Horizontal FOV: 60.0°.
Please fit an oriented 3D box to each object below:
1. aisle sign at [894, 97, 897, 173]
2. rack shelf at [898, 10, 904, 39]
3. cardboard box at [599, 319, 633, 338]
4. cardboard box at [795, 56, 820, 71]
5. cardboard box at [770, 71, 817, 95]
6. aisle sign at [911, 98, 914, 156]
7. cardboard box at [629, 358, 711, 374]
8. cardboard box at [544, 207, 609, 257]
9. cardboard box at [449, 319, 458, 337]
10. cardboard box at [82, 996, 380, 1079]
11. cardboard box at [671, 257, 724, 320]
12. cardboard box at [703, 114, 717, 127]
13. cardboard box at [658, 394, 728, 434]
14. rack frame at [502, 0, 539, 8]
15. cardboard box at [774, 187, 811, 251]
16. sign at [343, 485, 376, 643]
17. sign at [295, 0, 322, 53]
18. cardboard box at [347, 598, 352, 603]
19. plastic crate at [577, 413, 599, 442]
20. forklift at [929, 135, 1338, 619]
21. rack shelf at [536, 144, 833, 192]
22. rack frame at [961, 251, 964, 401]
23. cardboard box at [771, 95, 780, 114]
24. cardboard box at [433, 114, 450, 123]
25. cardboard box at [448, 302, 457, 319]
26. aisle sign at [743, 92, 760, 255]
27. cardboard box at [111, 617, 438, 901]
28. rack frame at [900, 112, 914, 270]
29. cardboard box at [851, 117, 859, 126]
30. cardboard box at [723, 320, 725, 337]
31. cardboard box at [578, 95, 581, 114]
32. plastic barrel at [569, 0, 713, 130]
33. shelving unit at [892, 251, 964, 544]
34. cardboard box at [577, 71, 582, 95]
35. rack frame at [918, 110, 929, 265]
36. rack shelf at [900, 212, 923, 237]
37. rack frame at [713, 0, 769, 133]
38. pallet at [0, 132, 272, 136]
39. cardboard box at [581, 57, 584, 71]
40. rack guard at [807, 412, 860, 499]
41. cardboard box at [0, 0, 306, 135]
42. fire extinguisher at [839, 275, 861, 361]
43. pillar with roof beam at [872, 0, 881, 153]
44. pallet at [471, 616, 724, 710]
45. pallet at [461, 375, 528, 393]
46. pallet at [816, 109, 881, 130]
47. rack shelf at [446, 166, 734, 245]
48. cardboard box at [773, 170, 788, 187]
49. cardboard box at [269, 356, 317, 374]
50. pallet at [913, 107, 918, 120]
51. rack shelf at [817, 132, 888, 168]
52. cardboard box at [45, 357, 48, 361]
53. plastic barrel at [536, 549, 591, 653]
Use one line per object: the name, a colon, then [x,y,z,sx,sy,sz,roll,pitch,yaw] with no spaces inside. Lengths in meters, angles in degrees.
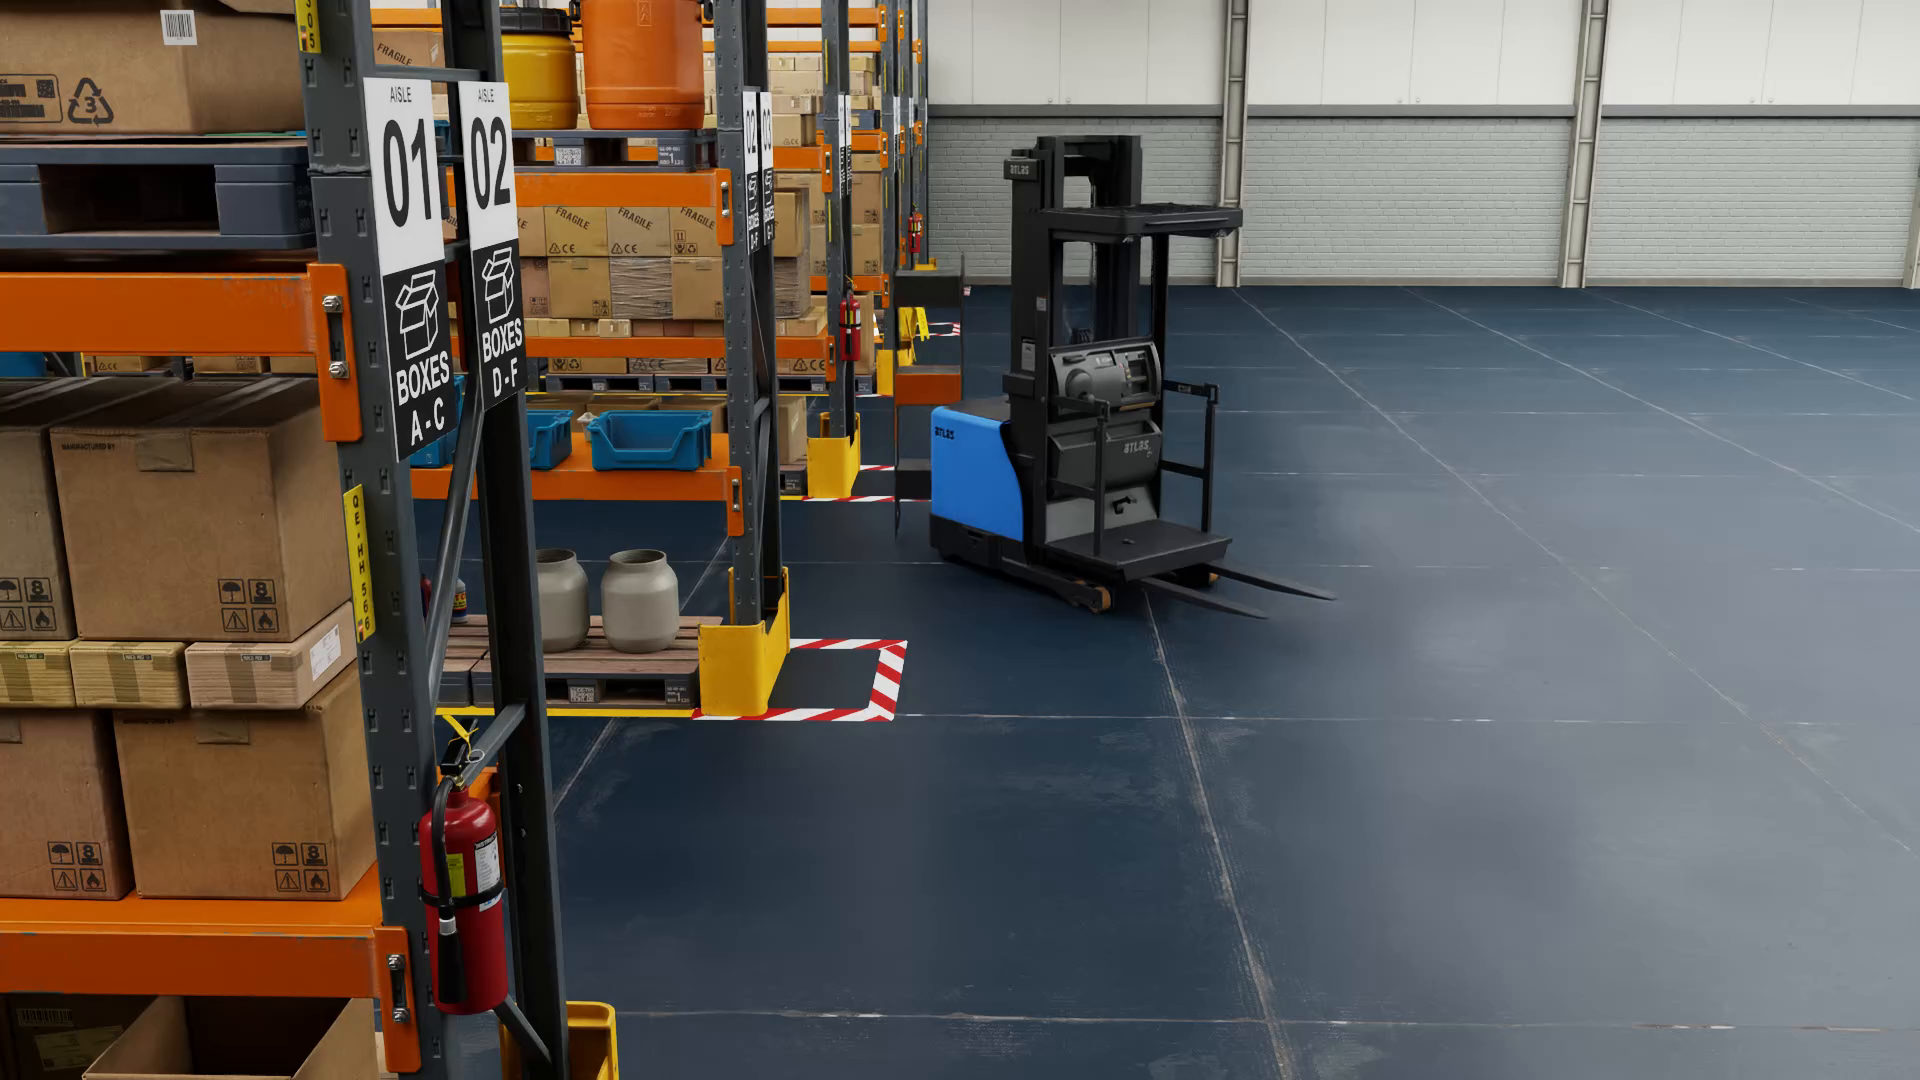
aisle sign: [-0.699,-4.384,17.981,0.004,0.787,0.394,0,15,1]
rack shelf: [-2.736,-7.031,22.768,4.000,0.370,1.077,0,15,1]
cardboard box: [-2.782,-1.751,13.587,0.250,0.149,0.380,0,15,1]
cardboard box: [-1.613,-5.089,17.780,0.250,0.149,0.380,1,15,2]
cardboard box: [-1.759,-4.913,17.892,0.500,0.250,0.500,0,15,2]
aisle sign: [-0.667,-5.803,23.358,0.004,0.787,0.394,0,15,1]
cardboard box: [-3.233,-2.379,18.819,0.875,0.875,0.875,0,15,2]
cardboard box: [-3.045,-2.567,13.451,0.500,0.500,0.500,0,15,1]
cardboard box: [-4.031,-1.768,13.652,0.250,0.149,0.380,0,15,1]
cardboard box: [-1.790,1.423,4.164,0.500,0.500,0.500,0,15,1]
cardboard box: [-2.042,-2.115,13.698,0.500,0.500,0.875,0,15,1]
cardboard box: [-1.977,-3.259,13.225,0.500,0.250,0.500,0,15,2]
cardboard box: [-2.212,-0.938,14.091,0.500,0.500,0.500,4,15,16]
rack frame: [-4.761,-6.131,17.938,0.127,3.000,1.000,0,15,1]
cardboard box: [-1.533,-2.689,13.911,0.500,0.500,0.500,0,15,1]
sign: [-1.274,0.050,3.535,0.005,0.325,0.100,0,15,1]
sign: [-1.274,-1.115,3.227,0.005,0.325,0.100,0,15,1]
cardboard box: [-1.633,0.167,4.359,0.250,0.149,0.380,0,15,1]
plastic crate: [-2.003,-0.637,9.392,0.250,0.136,0.298,0,15,1]
forklift: [1.097,-1.098,10.755,1.130,2.935,3.031,-12,19,-37]
rack shelf: [-2.989,-3.055,13.571,4.000,0.370,1.077,0,15,1]
rack frame: [0.018,-1.033,12.140,0.015,2.100,0.400,0,15,1]
cardboard box: [-1.533,-3.464,13.223,0.250,0.149,0.380,0,15,0]
cardboard box: [-4.016,-3.273,13.281,0.500,0.250,0.500,0,15,1]
cardboard box: [-4.041,-2.127,13.743,0.500,0.500,0.875,0,15,1]
aisle sign: [-1.052,-1.857,8.404,0.004,0.787,0.394,0,15,1]
cardboard box: [-1.713,0.532,4.248,0.500,0.500,0.700,0,15,1]
rack frame: [-0.737,-4.467,23.391,0.127,3.000,1.000,0,15,1]
cardboard box: [-1.350,-5.720,22.754,0.250,0.149,0.380,0,15,2]
cardboard box: [-1.781,-1.758,13.615,0.250,0.149,0.380,0,15,1]
cardboard box: [-3.109,-3.464,13.222,0.250,0.149,0.380,1,15,3]
plastic barrel: [-1.605,-2.509,8.423,0.708,0.830,0.600,0,15,1]
shelving unit: [-0.226,-1.034,12.144,0.503,2.100,0.431,0,15,1]
cardboard box: [-4.279,-4.929,17.953,0.500,0.250,0.500,0,15,2]
rack frame: [-0.614,-5.733,28.189,0.127,3.000,1.000,0,15,1]
rack shelf: [-2.613,-5.398,28.331,4.000,0.370,1.077,0,15,1]
rack frame: [-1.116,-3.577,8.260,0.127,3.000,1.000,0,15,1]
pallet: [-4.391,-2.082,8.842,1.003,0.211,1.213,0,15,1]
cardboard box: [-3.897,-5.104,17.835,0.250,0.149,0.380,0,15,1]
rack guard: [-1.066,-0.732,14.133,0.348,0.500,1.175,0,15,1]
cardboard box: [-1.821,-1.189,3.788,0.637,0.503,0.797,1,15,5]
fire extinguisher: [-0.887,-1.784,13.374,0.183,0.674,0.296,0,15,1]
pillar with roof beam: [-1.397,-7.770,24.151,0.400,9.000,9.100,0,15,1]
pallet: [-2.006,0.676,9.362,1.213,0.211,1.003,0,15,1]
pallet: [-5.534,-1.868,19.005,1.213,0.211,1.003,0,15,1]
pallet: [-1.504,-4.614,18.241,1.213,0.211,1.003,0,15,1]
rack shelf: [-3.116,-1.792,8.783,4.000,0.370,1.077,0,15,1]
cardboard box: [-2.241,-3.829,18.564,0.550,0.550,0.875,0,15,1]
cardboard box: [-7.279,-2.340,18.915,0.750,0.750,1.050,1,15,2]
pallet: [-1.320,-7.152,27.861,1.213,0.211,1.003,0,15,1]
rack shelf: [-2.761,-4.320,18.363,4.000,0.370,1.077,0,15,1]
cardboard box: [-10.472,-2.192,18.844,0.500,0.500,0.500,0,15,-1]
plastic barrel: [-2.277,0.335,9.243,0.421,0.512,0.421,0,15,0]
